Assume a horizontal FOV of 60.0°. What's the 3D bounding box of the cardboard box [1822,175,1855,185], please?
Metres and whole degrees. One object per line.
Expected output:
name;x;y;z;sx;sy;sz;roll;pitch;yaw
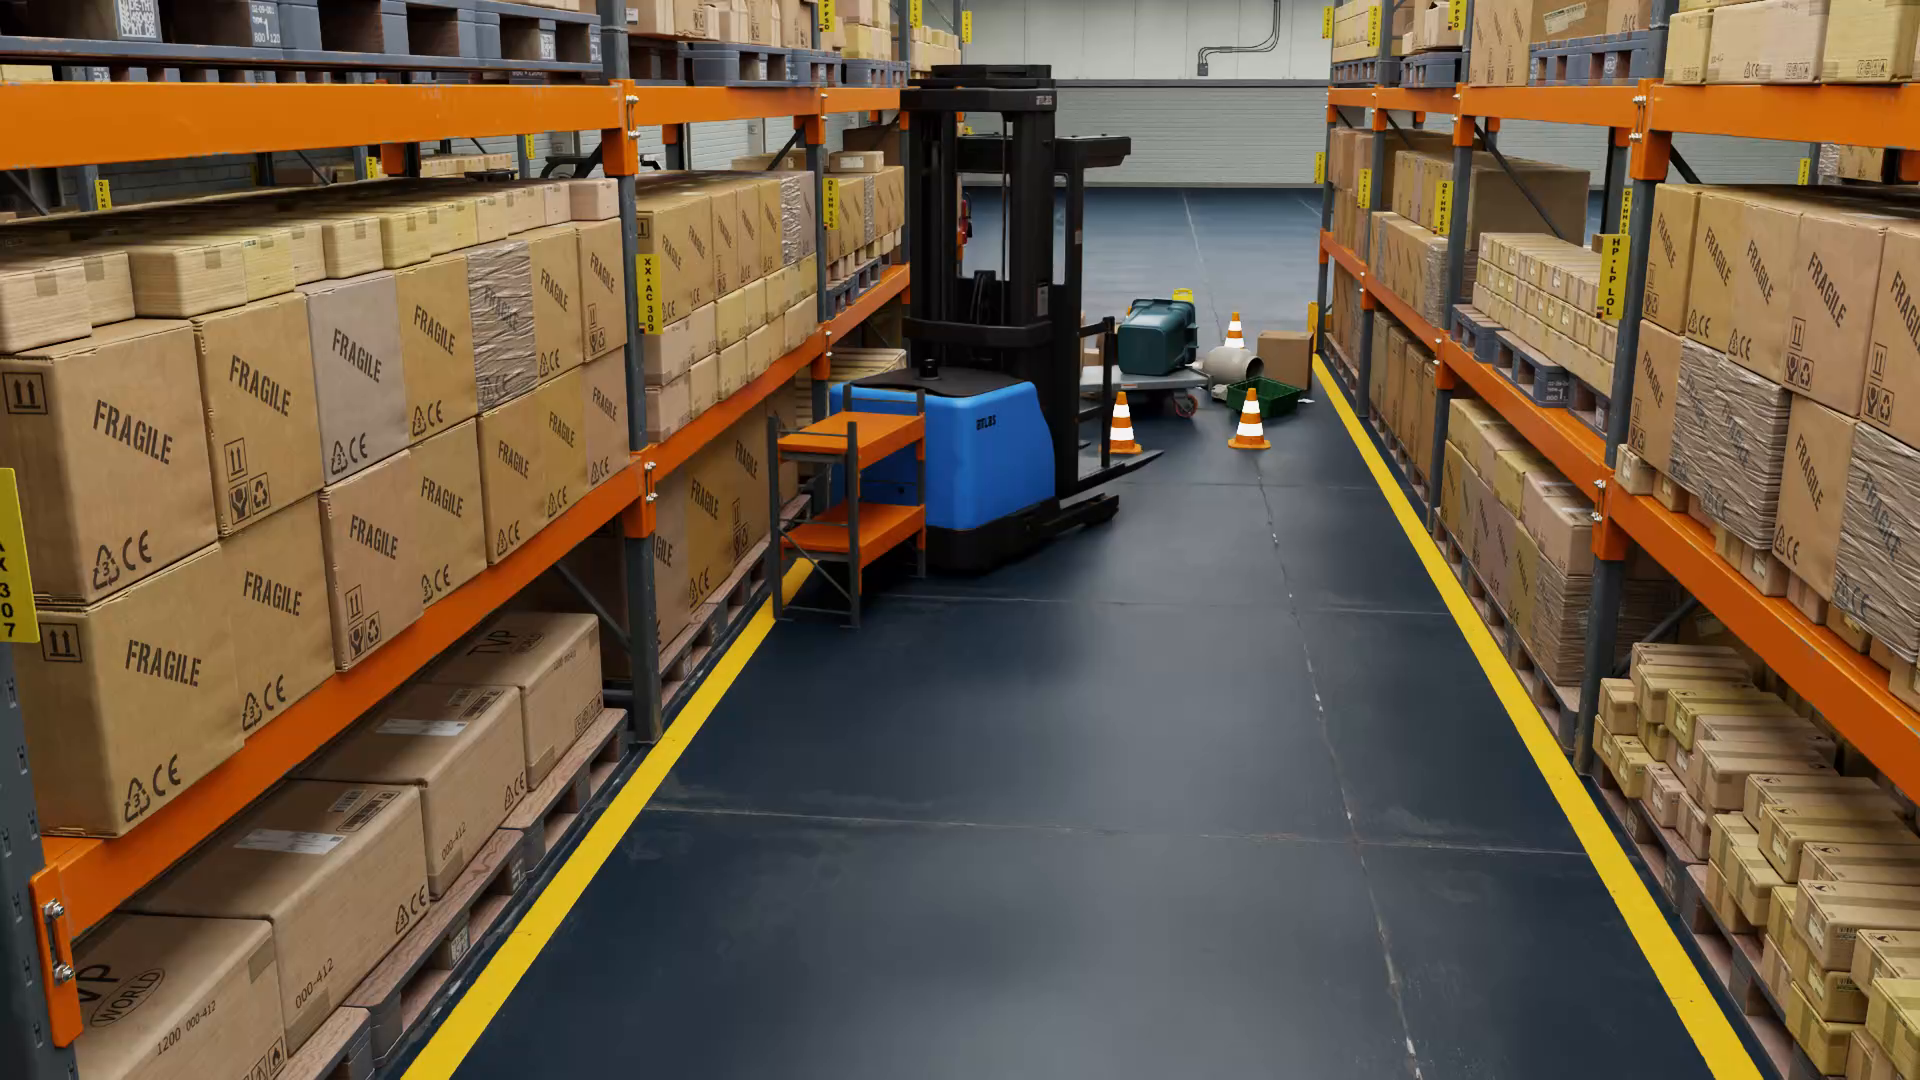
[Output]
cardboard box;9.282;-3.441;16.879;0.875;0.500;0.500;2;15;6

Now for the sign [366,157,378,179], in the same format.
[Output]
sign;-5.319;-3.298;15.045;0.100;0.325;0.005;2;15;6

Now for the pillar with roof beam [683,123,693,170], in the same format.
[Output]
pillar with roof beam;-0.750;-9.555;28.761;9.100;9.000;0.400;2;15;6

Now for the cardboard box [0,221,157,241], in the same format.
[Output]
cardboard box;-2.320;-0.742;4.309;0.380;0.149;0.250;2;15;6

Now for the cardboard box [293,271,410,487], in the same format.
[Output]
cardboard box;-1.842;-0.448;4.465;0.500;0.500;0.500;2;15;6

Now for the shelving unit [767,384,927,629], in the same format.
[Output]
shelving unit;-0.609;-0.216;9.304;0.538;1.125;1.048;5;16;19

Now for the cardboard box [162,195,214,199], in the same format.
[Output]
cardboard box;-6.308;-2.738;13.607;0.380;0.149;0.250;2;15;6

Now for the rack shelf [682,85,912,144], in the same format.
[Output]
rack shelf;-1.152;-3.227;12.482;1.077;0.370;4.000;2;15;6

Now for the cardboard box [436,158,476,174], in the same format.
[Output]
cardboard box;-5.283;-3.900;17.334;0.380;0.149;0.250;2;15;7

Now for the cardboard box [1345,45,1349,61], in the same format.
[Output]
cardboard box;3.955;-4.734;16.162;0.380;0.149;0.250;2;15;6

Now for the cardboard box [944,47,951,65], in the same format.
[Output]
cardboard box;-0.377;-4.796;16.624;0.500;0.250;0.500;2;15;8

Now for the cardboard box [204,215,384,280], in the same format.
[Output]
cardboard box;-1.805;-0.797;4.513;0.380;0.149;0.250;2;15;7

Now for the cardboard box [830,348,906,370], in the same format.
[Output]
cardboard box;-0.984;-1.443;14.483;0.950;0.372;0.625;2;15;7

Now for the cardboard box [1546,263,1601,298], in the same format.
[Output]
cardboard box;3.099;-1.267;8.140;0.380;0.149;0.250;1;15;4

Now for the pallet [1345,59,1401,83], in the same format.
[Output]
pallet;4.246;-4.458;15.827;1.003;0.211;1.213;2;15;6

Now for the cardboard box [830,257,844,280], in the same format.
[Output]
cardboard box;-1.015;-1.910;11.656;0.380;0.149;0.250;1;15;3

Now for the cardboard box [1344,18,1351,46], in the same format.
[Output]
cardboard box;4.033;-4.953;16.208;0.500;0.250;0.500;2;15;6

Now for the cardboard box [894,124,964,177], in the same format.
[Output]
cardboard box;-0.336;-3.952;16.854;0.700;0.500;0.500;2;15;6

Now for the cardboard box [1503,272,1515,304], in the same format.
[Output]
cardboard box;3.214;-1.389;9.158;0.380;0.149;0.250;2;15;7

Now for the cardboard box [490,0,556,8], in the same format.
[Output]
cardboard box;-1.613;-1.905;5.698;0.380;0.149;0.250;2;15;8

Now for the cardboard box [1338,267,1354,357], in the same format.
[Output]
cardboard box;4.346;-2.334;16.814;0.875;0.875;0.875;1;15;5

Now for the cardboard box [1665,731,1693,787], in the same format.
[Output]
cardboard box;2.810;0.796;6.058;0.380;0.149;0.250;2;15;6

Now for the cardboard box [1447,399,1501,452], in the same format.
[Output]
cardboard box;3.233;-0.675;9.958;0.500;0.250;0.500;1;15;4

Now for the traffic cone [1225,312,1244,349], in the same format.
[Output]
traffic cone;2.983;-2.243;18.069;0.336;0.463;0.334;2;15;6

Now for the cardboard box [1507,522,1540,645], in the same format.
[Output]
cardboard box;2.992;0.221;8.084;0.500;0.500;0.500;1;15;5

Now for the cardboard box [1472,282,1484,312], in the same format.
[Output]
cardboard box;3.301;-1.460;9.990;0.380;0.149;0.250;1;15;5

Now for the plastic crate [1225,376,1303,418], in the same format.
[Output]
plastic crate;2.721;-1.280;14.925;0.450;0.188;0.662;22;25;31

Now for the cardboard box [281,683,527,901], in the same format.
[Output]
cardboard box;-2.107;0.856;5.855;0.875;0.438;0.875;1;15;5

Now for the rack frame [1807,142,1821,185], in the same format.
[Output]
rack frame;9.371;-3.391;17.456;1.000;3.000;0.127;2;15;6

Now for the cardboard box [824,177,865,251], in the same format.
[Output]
cardboard box;-0.992;-2.386;12.172;0.500;0.500;0.500;2;15;7

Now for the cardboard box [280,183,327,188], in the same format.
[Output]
cardboard box;-6.078;-3.243;15.474;0.380;0.149;0.250;2;15;6

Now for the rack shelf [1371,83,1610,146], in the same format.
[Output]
rack shelf;3.777;-3.108;12.040;1.077;0.370;4.000;2;15;6

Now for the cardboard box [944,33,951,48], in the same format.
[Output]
cardboard box;-0.298;-5.166;17.226;0.380;0.149;0.250;2;15;6

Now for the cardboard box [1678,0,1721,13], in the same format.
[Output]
cardboard box;2.808;-1.950;5.710;0.500;0.250;0.500;2;15;8

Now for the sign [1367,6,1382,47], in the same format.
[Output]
sign;3.451;-4.277;13.846;0.100;0.325;0.005;2;15;6

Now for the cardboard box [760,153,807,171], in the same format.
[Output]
cardboard box;-1.352;-2.957;13.041;0.380;0.149;0.250;3;15;9

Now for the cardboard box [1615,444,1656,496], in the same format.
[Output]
cardboard box;2.743;-0.266;6.380;0.380;0.149;0.250;2;15;8

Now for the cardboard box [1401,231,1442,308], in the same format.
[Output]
cardboard box;3.450;-1.920;11.826;0.500;0.500;0.500;1;15;5

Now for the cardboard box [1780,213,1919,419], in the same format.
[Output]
cardboard box;2.617;-0.618;4.523;0.500;0.500;0.500;1;15;4

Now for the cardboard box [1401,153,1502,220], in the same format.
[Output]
cardboard box;3.897;-2.794;13.142;0.700;0.500;0.500;1;15;5

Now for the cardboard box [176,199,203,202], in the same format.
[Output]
cardboard box;-5.913;-2.594;13.074;0.380;0.149;0.250;2;15;6

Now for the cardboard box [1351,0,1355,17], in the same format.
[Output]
cardboard box;3.927;-5.053;15.812;0.380;0.149;0.250;2;15;7

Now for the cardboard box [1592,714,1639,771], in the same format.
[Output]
cardboard box;2.740;0.808;6.586;0.380;0.149;0.250;1;15;4

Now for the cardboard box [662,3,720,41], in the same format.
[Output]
cardboard box;-1.339;-2.426;7.785;0.380;0.166;0.250;1;15;2

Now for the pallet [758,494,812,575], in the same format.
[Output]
pallet;-1.542;-0.060;10.478;1.003;0.211;1.213;2;15;6

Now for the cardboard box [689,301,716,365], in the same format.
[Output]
cardboard box;-1.469;-0.981;7.874;0.500;0.250;0.500;2;15;7

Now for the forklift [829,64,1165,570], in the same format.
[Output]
forklift;0.411;-1.567;10.843;1.130;2.935;3.031;9;18;31

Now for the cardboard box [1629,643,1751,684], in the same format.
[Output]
cardboard box;2.856;0.519;6.515;0.380;0.149;0.250;2;15;9

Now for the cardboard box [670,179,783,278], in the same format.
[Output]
cardboard box;-1.289;-1.735;9.225;0.500;0.500;0.500;2;15;6

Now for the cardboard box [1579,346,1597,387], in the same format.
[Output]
cardboard box;3.007;-0.773;7.451;0.380;0.149;0.250;2;15;6

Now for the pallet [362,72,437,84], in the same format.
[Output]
pallet;-5.649;-4.733;16.843;1.003;0.211;1.213;2;15;6

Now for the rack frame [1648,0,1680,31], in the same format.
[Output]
rack frame;3.100;-3.347;5.800;1.000;3.000;0.127;2;15;6

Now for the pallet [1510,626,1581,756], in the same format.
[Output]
pallet;3.187;0.693;7.694;1.003;0.211;1.213;2;15;6

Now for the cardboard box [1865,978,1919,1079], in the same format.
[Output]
cardboard box;2.445;1.194;4.018;0.380;0.149;0.250;1;15;5

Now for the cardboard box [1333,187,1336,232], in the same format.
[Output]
cardboard box;4.458;-3.538;17.712;0.875;0.550;0.550;2;15;6
